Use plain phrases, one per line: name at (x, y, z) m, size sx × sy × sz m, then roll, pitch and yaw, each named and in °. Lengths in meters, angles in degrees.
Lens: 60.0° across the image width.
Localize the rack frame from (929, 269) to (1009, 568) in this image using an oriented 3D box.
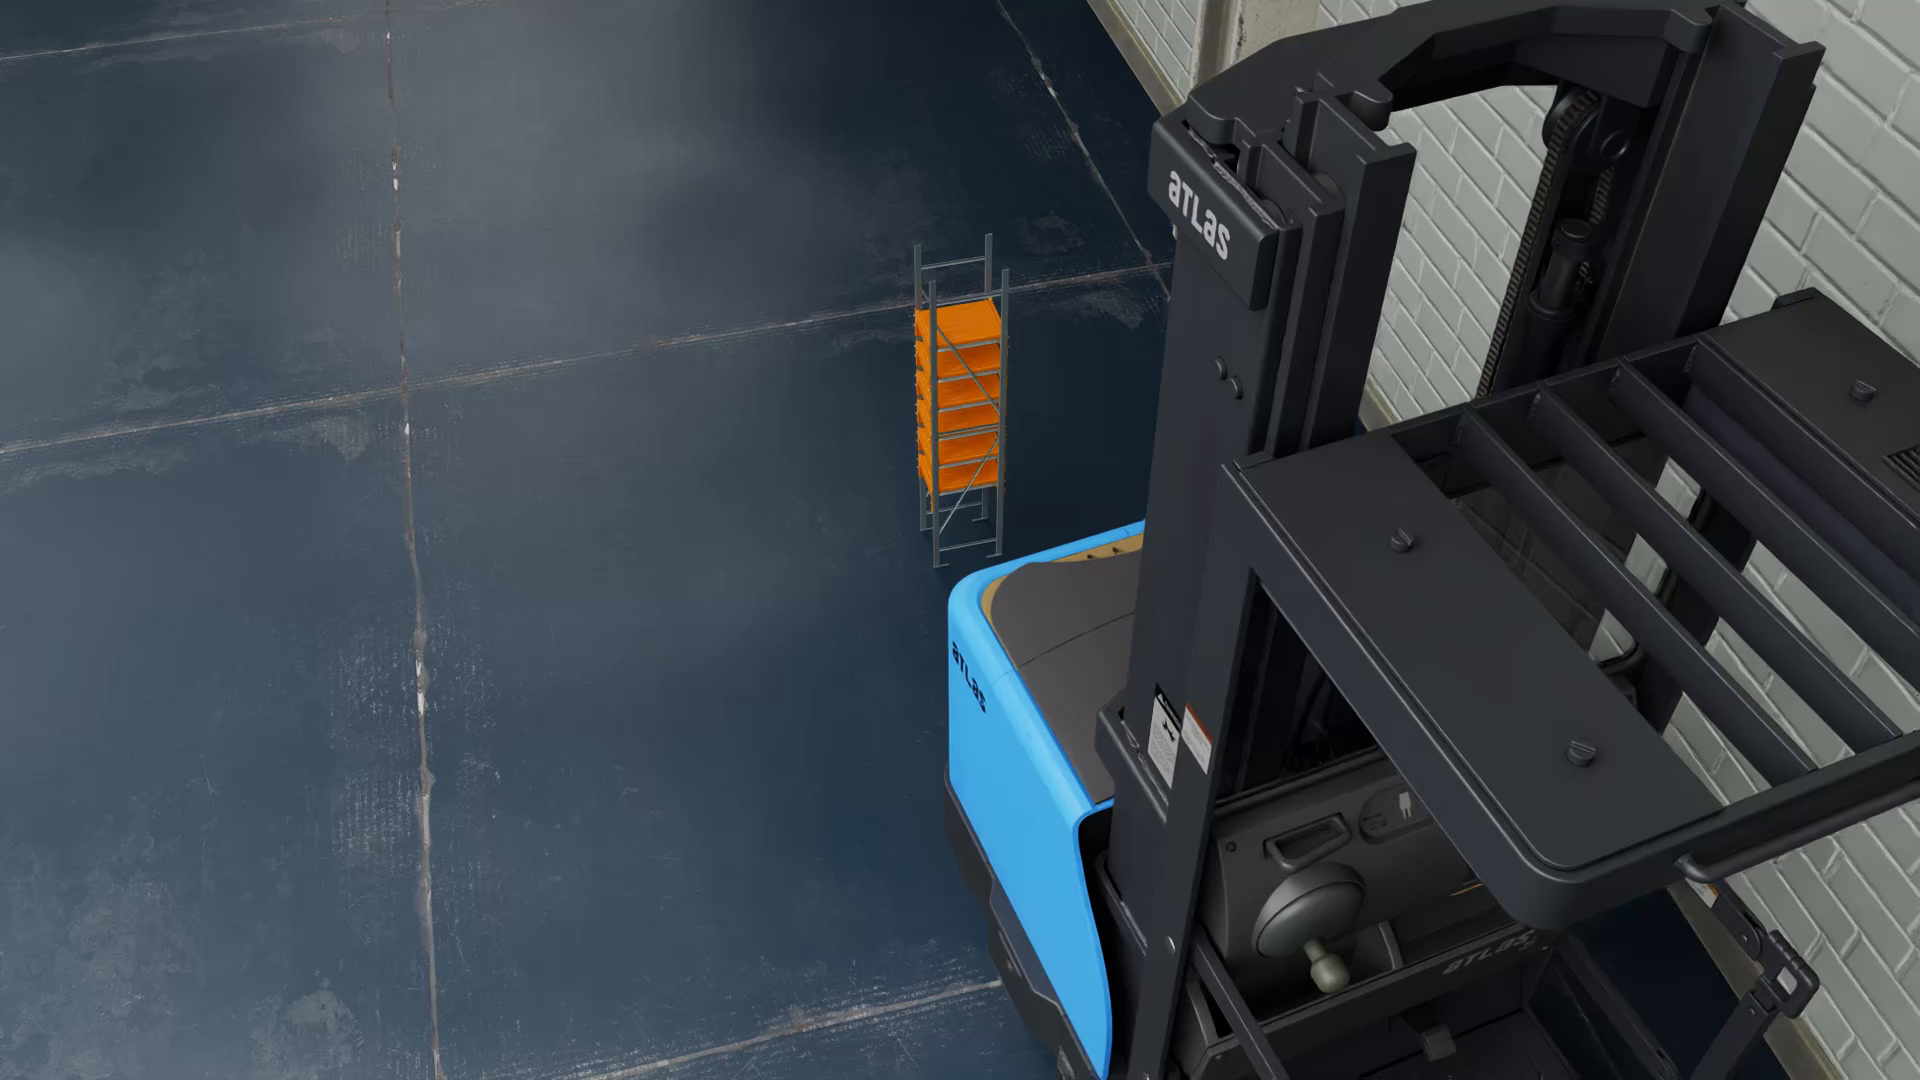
rack frame at (0.027, -0.347, 5.250) m, size 0.240 × 1.200 × 0.006 m, roll -11°, pitch 47°, yaw -10°

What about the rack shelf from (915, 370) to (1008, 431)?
rack shelf at (0.004, -0.463, 5.258) m, size 0.258 × 0.103 × 0.180 m, roll -11°, pitch 47°, yaw -10°

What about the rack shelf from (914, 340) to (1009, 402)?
rack shelf at (0.004, -0.547, 5.172) m, size 0.258 × 0.103 × 0.180 m, roll -11°, pitch 47°, yaw -10°

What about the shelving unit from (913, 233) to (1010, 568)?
shelving unit at (0.004, -0.410, 5.312) m, size 0.258 × 1.200 × 0.189 m, roll -11°, pitch 47°, yaw -10°

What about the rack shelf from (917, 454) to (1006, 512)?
rack shelf at (0.004, -0.211, 5.515) m, size 0.258 × 0.103 × 0.180 m, roll -11°, pitch 47°, yaw -10°

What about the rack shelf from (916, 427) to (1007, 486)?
rack shelf at (0.004, -0.295, 5.429) m, size 0.258 × 0.103 × 0.180 m, roll -11°, pitch 47°, yaw -10°

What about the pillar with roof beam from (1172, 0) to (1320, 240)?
pillar with roof beam at (-3.067, -3.552, 2.930) m, size 9.100 × 9.000 × 0.400 m, roll -11°, pitch 47°, yaw -10°

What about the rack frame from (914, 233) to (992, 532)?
rack frame at (-0.020, -0.473, 5.374) m, size 0.240 × 1.200 × 0.006 m, roll -11°, pitch 47°, yaw -10°

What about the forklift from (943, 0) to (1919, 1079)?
forklift at (0.989, 0.662, 3.049) m, size 1.130 × 2.935 × 3.031 m, roll -17°, pitch 48°, yaw -16°

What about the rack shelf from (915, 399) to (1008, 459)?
rack shelf at (0.004, -0.379, 5.343) m, size 0.258 × 0.103 × 0.180 m, roll -11°, pitch 47°, yaw -10°

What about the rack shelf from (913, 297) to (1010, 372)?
rack shelf at (0.004, -0.631, 5.086) m, size 0.258 × 0.103 × 0.180 m, roll -11°, pitch 47°, yaw -10°
